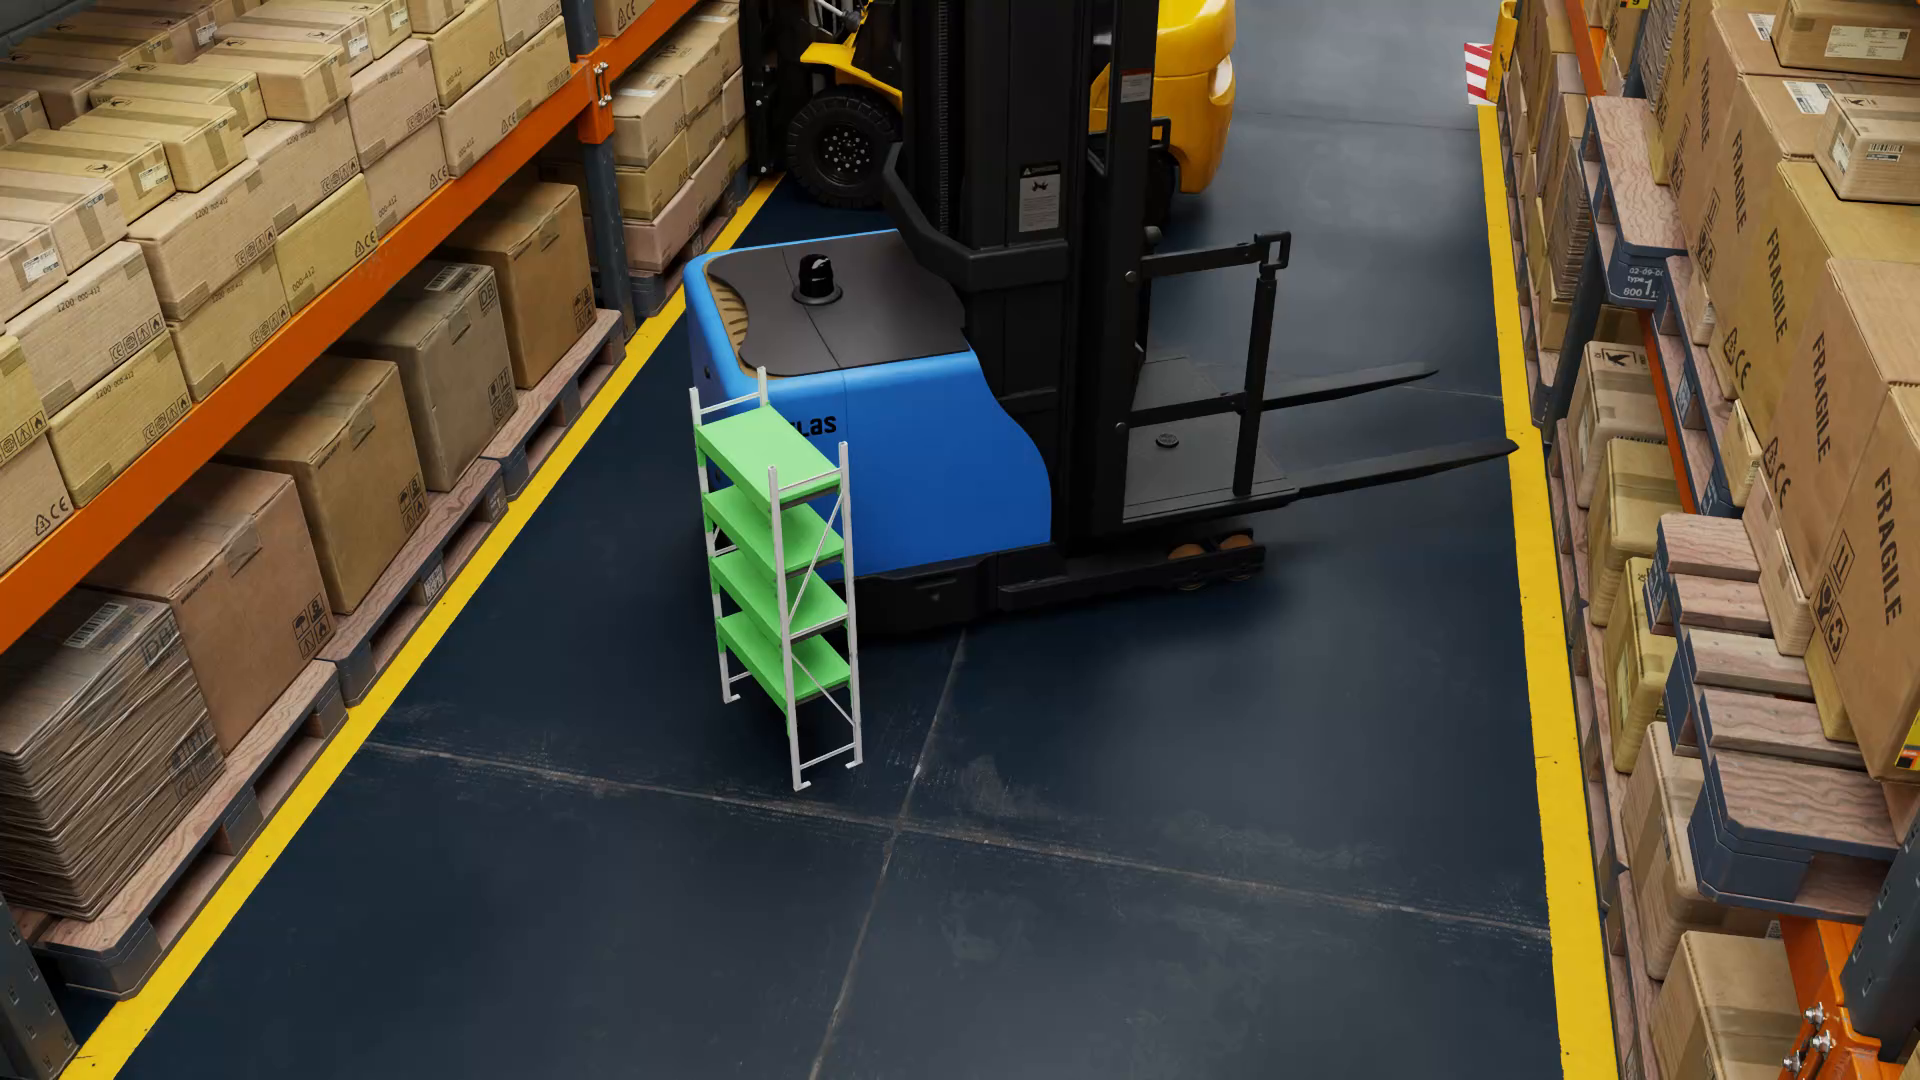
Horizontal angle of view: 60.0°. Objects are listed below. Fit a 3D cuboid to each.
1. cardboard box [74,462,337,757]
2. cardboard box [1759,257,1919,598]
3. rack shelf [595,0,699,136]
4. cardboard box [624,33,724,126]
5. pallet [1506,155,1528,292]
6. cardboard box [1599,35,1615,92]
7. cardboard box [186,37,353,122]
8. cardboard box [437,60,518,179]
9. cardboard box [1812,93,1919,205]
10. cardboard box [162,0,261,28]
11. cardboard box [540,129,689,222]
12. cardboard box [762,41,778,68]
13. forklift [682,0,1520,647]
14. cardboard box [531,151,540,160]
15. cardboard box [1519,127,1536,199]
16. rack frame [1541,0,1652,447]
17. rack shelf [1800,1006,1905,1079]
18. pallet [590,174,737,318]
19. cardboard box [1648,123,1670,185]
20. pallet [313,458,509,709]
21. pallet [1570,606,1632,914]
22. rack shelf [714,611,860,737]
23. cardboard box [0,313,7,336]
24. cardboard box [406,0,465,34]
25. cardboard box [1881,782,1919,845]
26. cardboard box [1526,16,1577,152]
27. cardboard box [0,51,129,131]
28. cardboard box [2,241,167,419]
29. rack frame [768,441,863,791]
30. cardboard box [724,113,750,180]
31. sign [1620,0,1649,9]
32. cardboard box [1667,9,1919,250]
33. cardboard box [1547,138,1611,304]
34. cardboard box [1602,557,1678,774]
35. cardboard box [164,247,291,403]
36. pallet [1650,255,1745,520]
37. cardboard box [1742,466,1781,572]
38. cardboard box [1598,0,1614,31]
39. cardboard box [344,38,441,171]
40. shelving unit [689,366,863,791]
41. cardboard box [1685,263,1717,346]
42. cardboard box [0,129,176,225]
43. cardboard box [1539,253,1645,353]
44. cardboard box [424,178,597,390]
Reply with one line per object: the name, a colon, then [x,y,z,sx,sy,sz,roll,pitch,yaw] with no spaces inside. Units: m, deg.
cardboard box: [-2.546,0.164,5.134,0.875,0.625,0.625,8,37,11]
cardboard box: [1.950,-0.201,3.274,0.500,0.500,0.500,7,36,9]
rack shelf: [-1.543,-3.045,8.508,1.077,0.370,4.000,7,37,10]
cardboard box: [-1.442,-2.181,7.836,0.500,0.250,0.500,7,37,10]
pallet: [3.247,-1.532,8.183,1.003,0.211,1.213,7,37,10]
cardboard box: [2.697,-1.834,6.439,0.380,0.149,0.250,8,37,11]
cardboard box: [-2.052,-1.371,4.948,0.380,0.149,0.250,6,36,9]
cardboard box: [-1.925,-1.518,5.917,0.500,0.250,0.500,7,37,10]
cardboard box: [2.099,-0.843,3.608,0.380,0.149,0.250,6,36,8]
cardboard box: [-2.530,-1.739,5.456,0.380,0.149,0.250,7,37,10]
cardboard box: [-1.566,-1.687,7.581,0.500,0.250,0.500,7,37,10]
cardboard box: [-1.233,-2.553,8.775,0.500,0.250,0.500,7,37,10]
forklift: [0.597,-1.292,5.535,3.031,2.935,1.130,-10,37,-13]
cardboard box: [-2.054,-1.958,7.528,0.500,0.250,0.500,8,37,11]
cardboard box: [3.071,-1.886,8.281,0.500,0.250,0.500,10,37,13]
rack frame: [2.879,-1.570,5.860,1.000,3.000,0.127,7,37,10]
rack shelf: [1.598,2.162,1.325,1.077,0.370,4.000,7,37,10]
pallet: [-1.760,-1.511,8.155,1.003,0.211,1.213,7,37,10]
cardboard box: [2.391,-1.219,5.232,0.380,0.149,0.250,8,37,11]
pallet: [-2.348,0.068,5.976,1.003,0.211,1.213,7,37,10]
pallet: [2.456,0.708,5.094,1.003,0.211,1.213,7,37,10]
rack shelf: [-0.546,0.381,5.220,0.258,0.148,0.480,-21,41,-26]
cardboard box: [-2.413,-0.499,3.744,0.380,0.149,0.250,8,37,11]
cardboard box: [-1.894,-1.818,5.564,0.380,0.149,0.250,6,36,9]
cardboard box: [1.865,0.438,2.946,0.380,0.149,0.250,9,37,12]
cardboard box: [3.064,-2.195,8.068,0.500,0.500,0.500,8,37,11]
cardboard box: [-2.644,-1.294,4.841,0.380,0.149,0.250,8,37,11]
cardboard box: [-2.383,-0.549,4.153,0.500,0.250,0.500,8,37,11]
rack frame: [-0.414,0.255,4.876,0.240,1.200,0.015,-21,41,-26]
cardboard box: [-1.356,-2.072,8.538,0.500,0.250,0.500,8,37,11]
sign: [2.348,-1.984,5.693,0.100,0.325,0.005,7,37,10]
cardboard box: [2.274,-1.099,4.513,0.500,0.500,0.500,7,37,10]
cardboard box: [2.744,-1.303,6.838,0.500,0.500,0.500,7,36,9]
cardboard box: [2.473,0.437,4.973,0.950,0.372,0.625,8,37,12]
cardboard box: [-2.276,-0.643,4.709,0.500,0.250,0.500,6,36,8]
pallet: [2.408,-0.339,4.325,1.003,0.211,1.213,7,37,10]
cardboard box: [1.923,-0.018,3.575,0.380,0.149,0.250,6,36,8]
cardboard box: [2.835,-2.312,6.546,0.500,0.500,0.500,9,37,12]
cardboard box: [-2.043,-1.430,5.368,0.500,0.250,0.500,8,37,11]
shelving unit: [-0.546,0.135,5.042,0.258,1.200,0.503,-21,41,-26]
cardboard box: [2.147,-0.617,4.401,0.380,0.149,0.250,9,37,12]
cardboard box: [-2.316,-0.948,4.364,0.380,0.149,0.250,8,37,10]
cardboard box: [2.743,-0.999,7.057,0.500,0.250,0.500,9,37,12]
cardboard box: [-2.071,-1.098,6.874,0.875,0.625,0.625,9,37,12]
